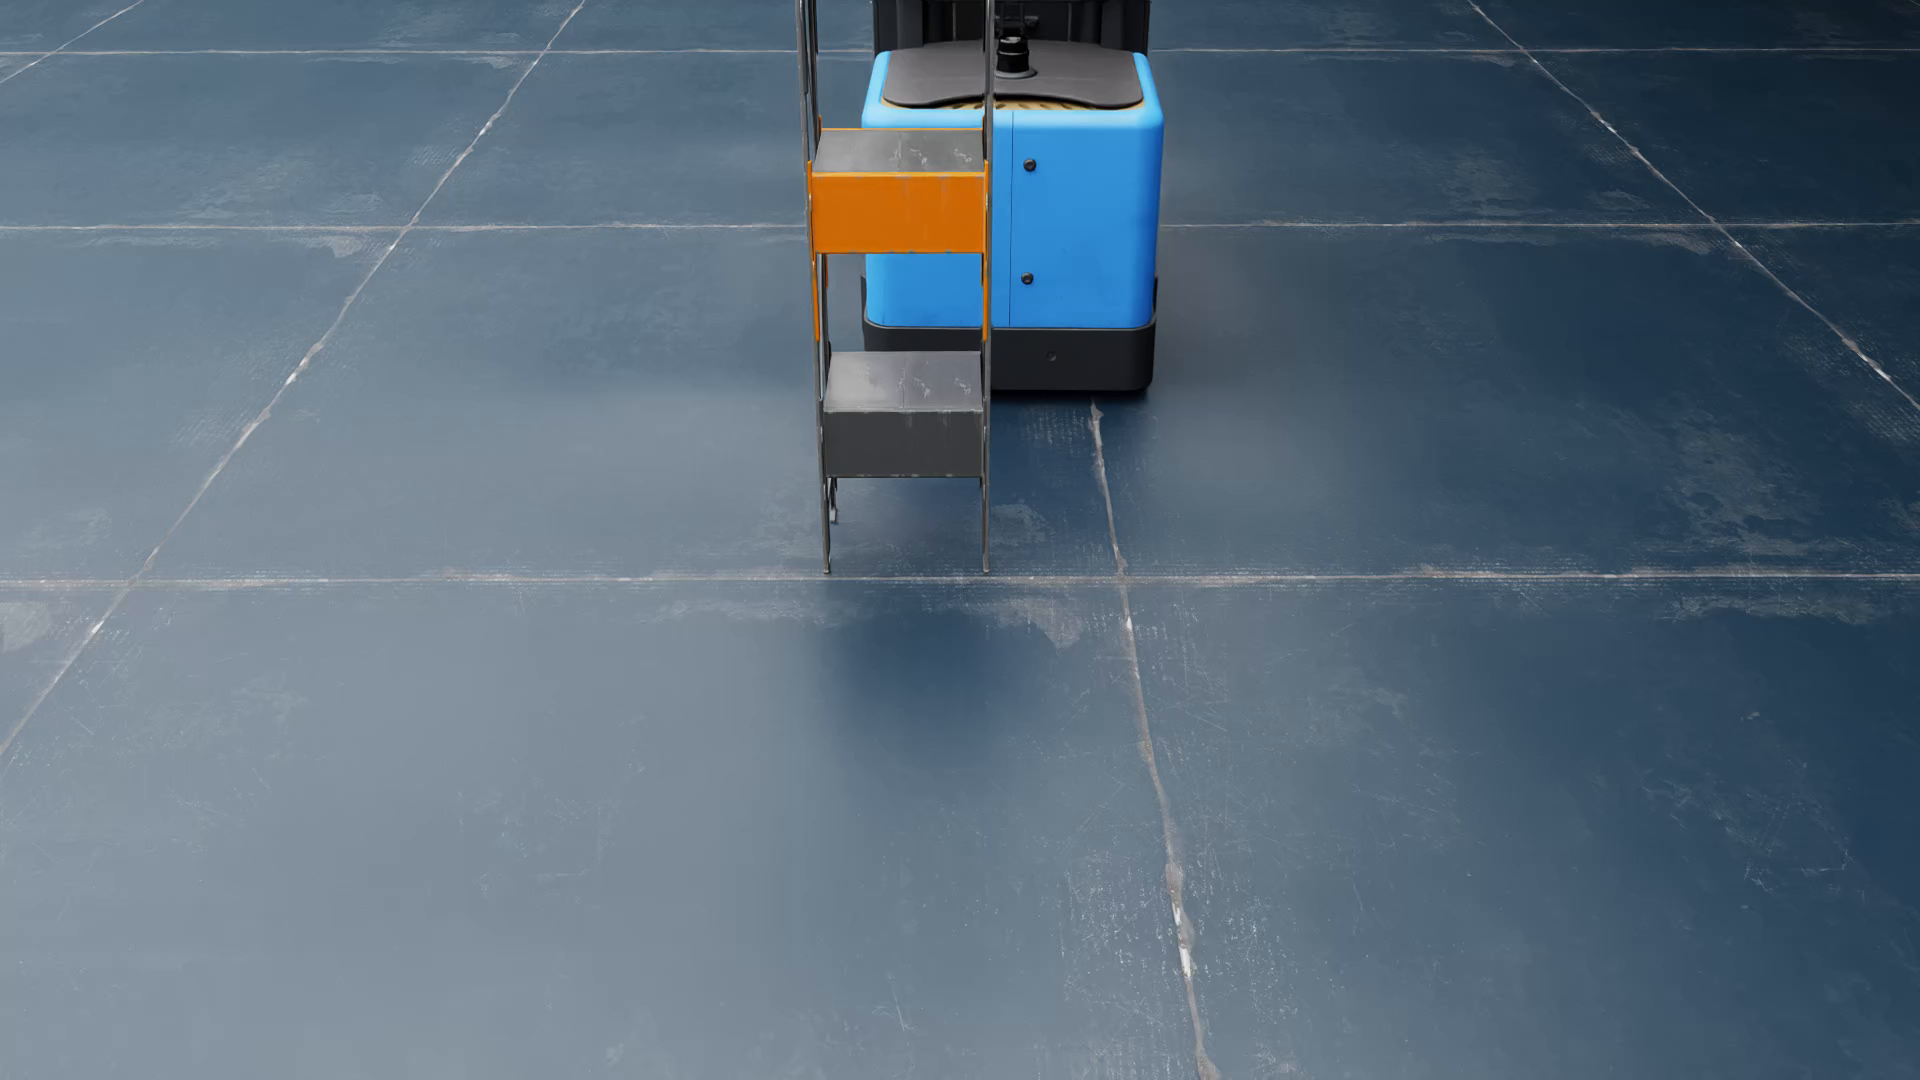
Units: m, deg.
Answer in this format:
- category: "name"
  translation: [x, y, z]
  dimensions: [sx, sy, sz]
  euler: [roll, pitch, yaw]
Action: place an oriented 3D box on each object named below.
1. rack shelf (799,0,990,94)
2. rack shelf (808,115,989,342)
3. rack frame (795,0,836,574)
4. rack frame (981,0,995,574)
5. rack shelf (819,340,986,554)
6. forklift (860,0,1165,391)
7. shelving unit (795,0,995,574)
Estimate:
- category: "rack shelf"
  translation: [-0.166, -1.484, 4.348]
  dimensions: [0.480, 0.518, 0.431]
  euler: [0, 31, 0]
- category: "rack shelf"
  translation: [-0.166, -0.886, 4.712]
  dimensions: [0.480, 0.518, 0.431]
  euler: [0, 31, 0]
- category: "rack frame"
  translation: [-0.410, -0.896, 4.703]
  dimensions: [0.015, 2.100, 0.400]
  euler: [0, 31, 0]
- category: "rack frame"
  translation: [0.078, -0.898, 4.706]
  dimensions: [0.015, 2.100, 0.400]
  euler: [0, 31, 0]
- category: "rack shelf"
  translation: [-0.166, -0.287, 5.075]
  dimensions: [0.480, 0.518, 0.431]
  euler: [0, 31, 0]
- category: "forklift"
  translation: [0.206, -2.518, 6.575]
  dimensions: [1.130, 2.935, 3.031]
  euler: [1, 31, 1]
- category: "shelving unit"
  translation: [-0.166, -0.897, 4.705]
  dimensions: [0.503, 2.100, 0.431]
  euler: [0, 31, 0]
